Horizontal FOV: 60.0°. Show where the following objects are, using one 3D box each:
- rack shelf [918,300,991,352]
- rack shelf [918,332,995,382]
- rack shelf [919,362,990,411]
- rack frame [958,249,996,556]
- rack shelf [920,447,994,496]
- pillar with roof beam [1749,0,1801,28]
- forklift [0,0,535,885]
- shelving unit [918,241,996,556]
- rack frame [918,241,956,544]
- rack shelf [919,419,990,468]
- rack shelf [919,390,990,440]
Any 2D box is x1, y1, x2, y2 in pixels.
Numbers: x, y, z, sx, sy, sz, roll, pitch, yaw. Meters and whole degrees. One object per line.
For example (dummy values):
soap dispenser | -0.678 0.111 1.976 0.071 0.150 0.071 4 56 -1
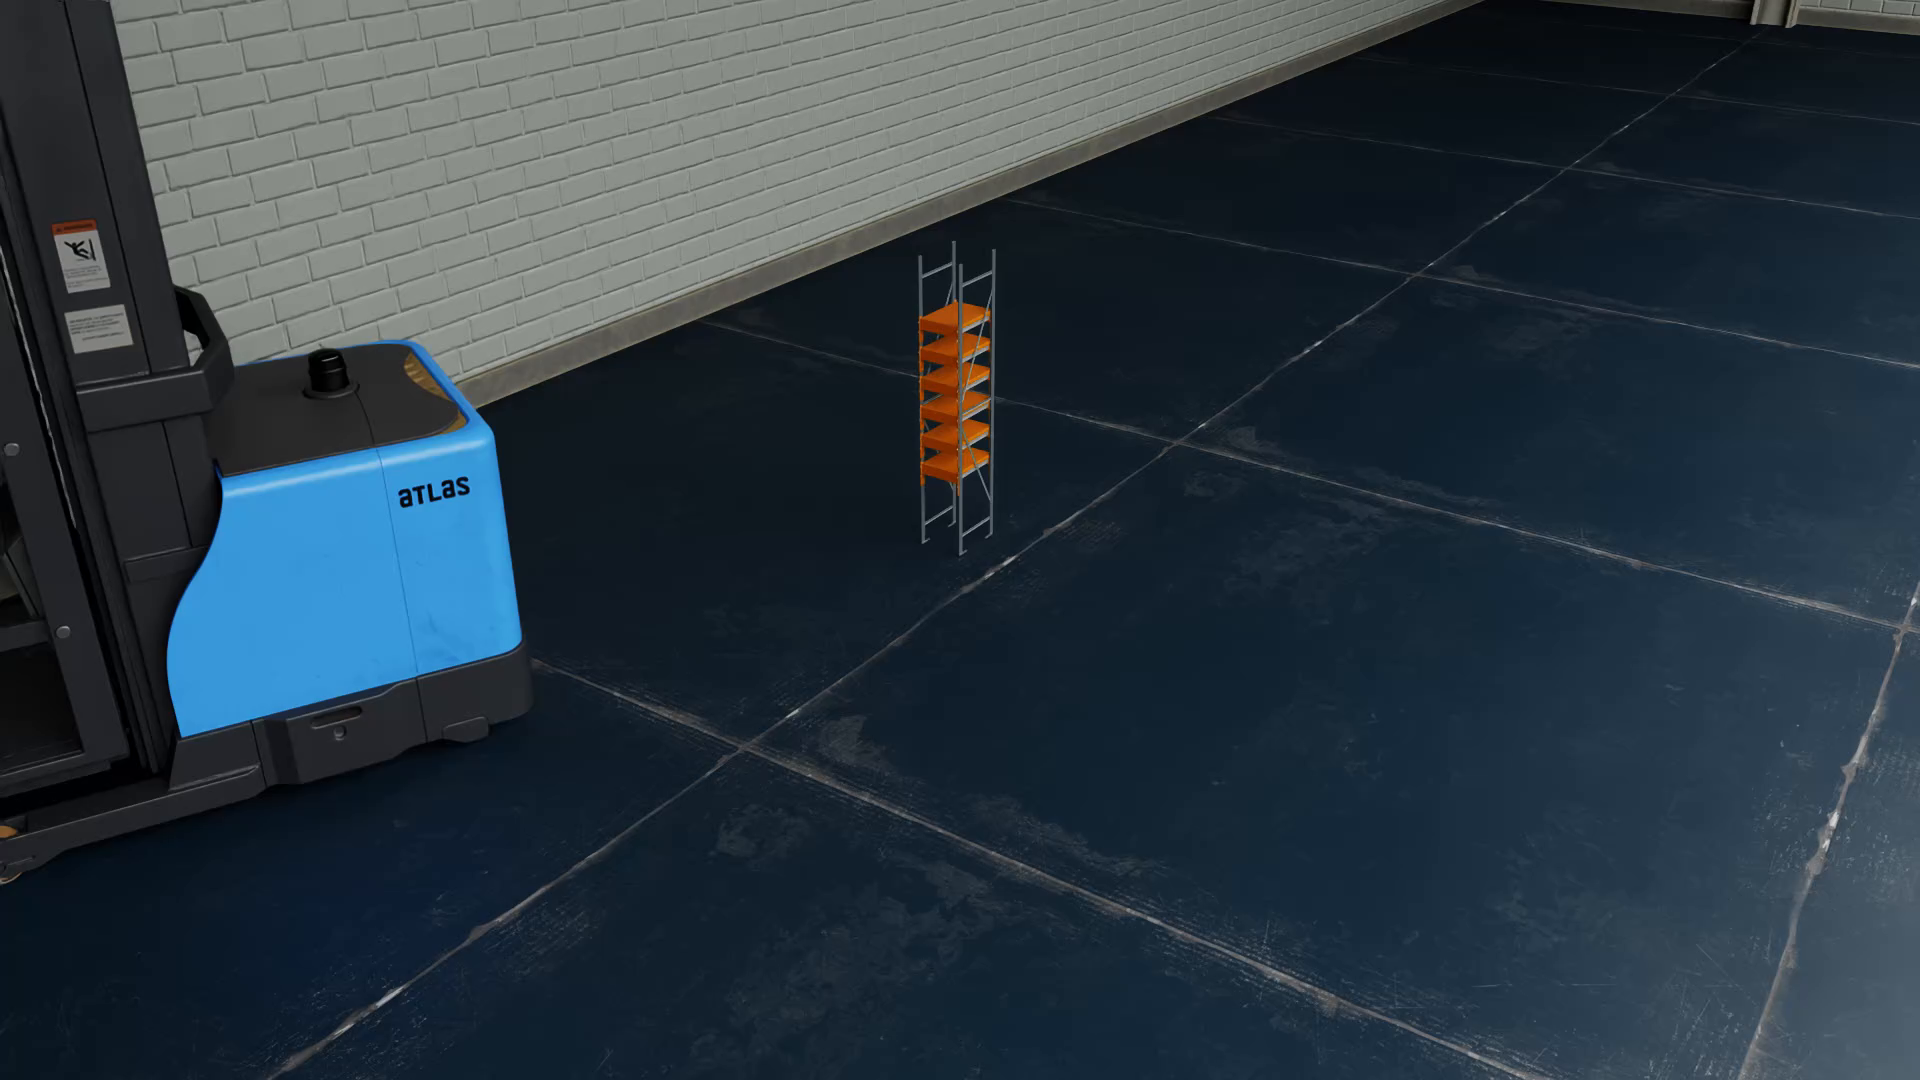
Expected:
rack shelf | -0.012 -0.820 6.342 0.180 0.103 0.258 17 32 30
rack shelf | -0.012 -0.713 6.396 0.180 0.103 0.258 17 32 30
rack shelf | -0.012 -0.606 6.451 0.180 0.103 0.258 17 32 30
rack frame | 0.063 -0.515 6.439 0.006 1.200 0.240 17 32 30
rack shelf | -0.012 -0.285 6.614 0.180 0.103 0.258 17 32 30
pillar with roof beam | 6.023 -7.774 12.104 0.400 9.000 9.100 17 32 30
forklift | -2.949 -0.541 4.582 3.031 2.935 1.130 -15 30 -26
shelving unit | -0.012 -0.538 6.485 0.189 1.200 0.258 17 32 30
rack frame | -0.087 -0.562 6.531 0.006 1.200 0.240 17 32 30
rack shelf | -0.012 -0.392 6.560 0.180 0.103 0.258 17 32 30
rack shelf | -0.012 -0.499 6.505 0.180 0.103 0.258 17 32 30
